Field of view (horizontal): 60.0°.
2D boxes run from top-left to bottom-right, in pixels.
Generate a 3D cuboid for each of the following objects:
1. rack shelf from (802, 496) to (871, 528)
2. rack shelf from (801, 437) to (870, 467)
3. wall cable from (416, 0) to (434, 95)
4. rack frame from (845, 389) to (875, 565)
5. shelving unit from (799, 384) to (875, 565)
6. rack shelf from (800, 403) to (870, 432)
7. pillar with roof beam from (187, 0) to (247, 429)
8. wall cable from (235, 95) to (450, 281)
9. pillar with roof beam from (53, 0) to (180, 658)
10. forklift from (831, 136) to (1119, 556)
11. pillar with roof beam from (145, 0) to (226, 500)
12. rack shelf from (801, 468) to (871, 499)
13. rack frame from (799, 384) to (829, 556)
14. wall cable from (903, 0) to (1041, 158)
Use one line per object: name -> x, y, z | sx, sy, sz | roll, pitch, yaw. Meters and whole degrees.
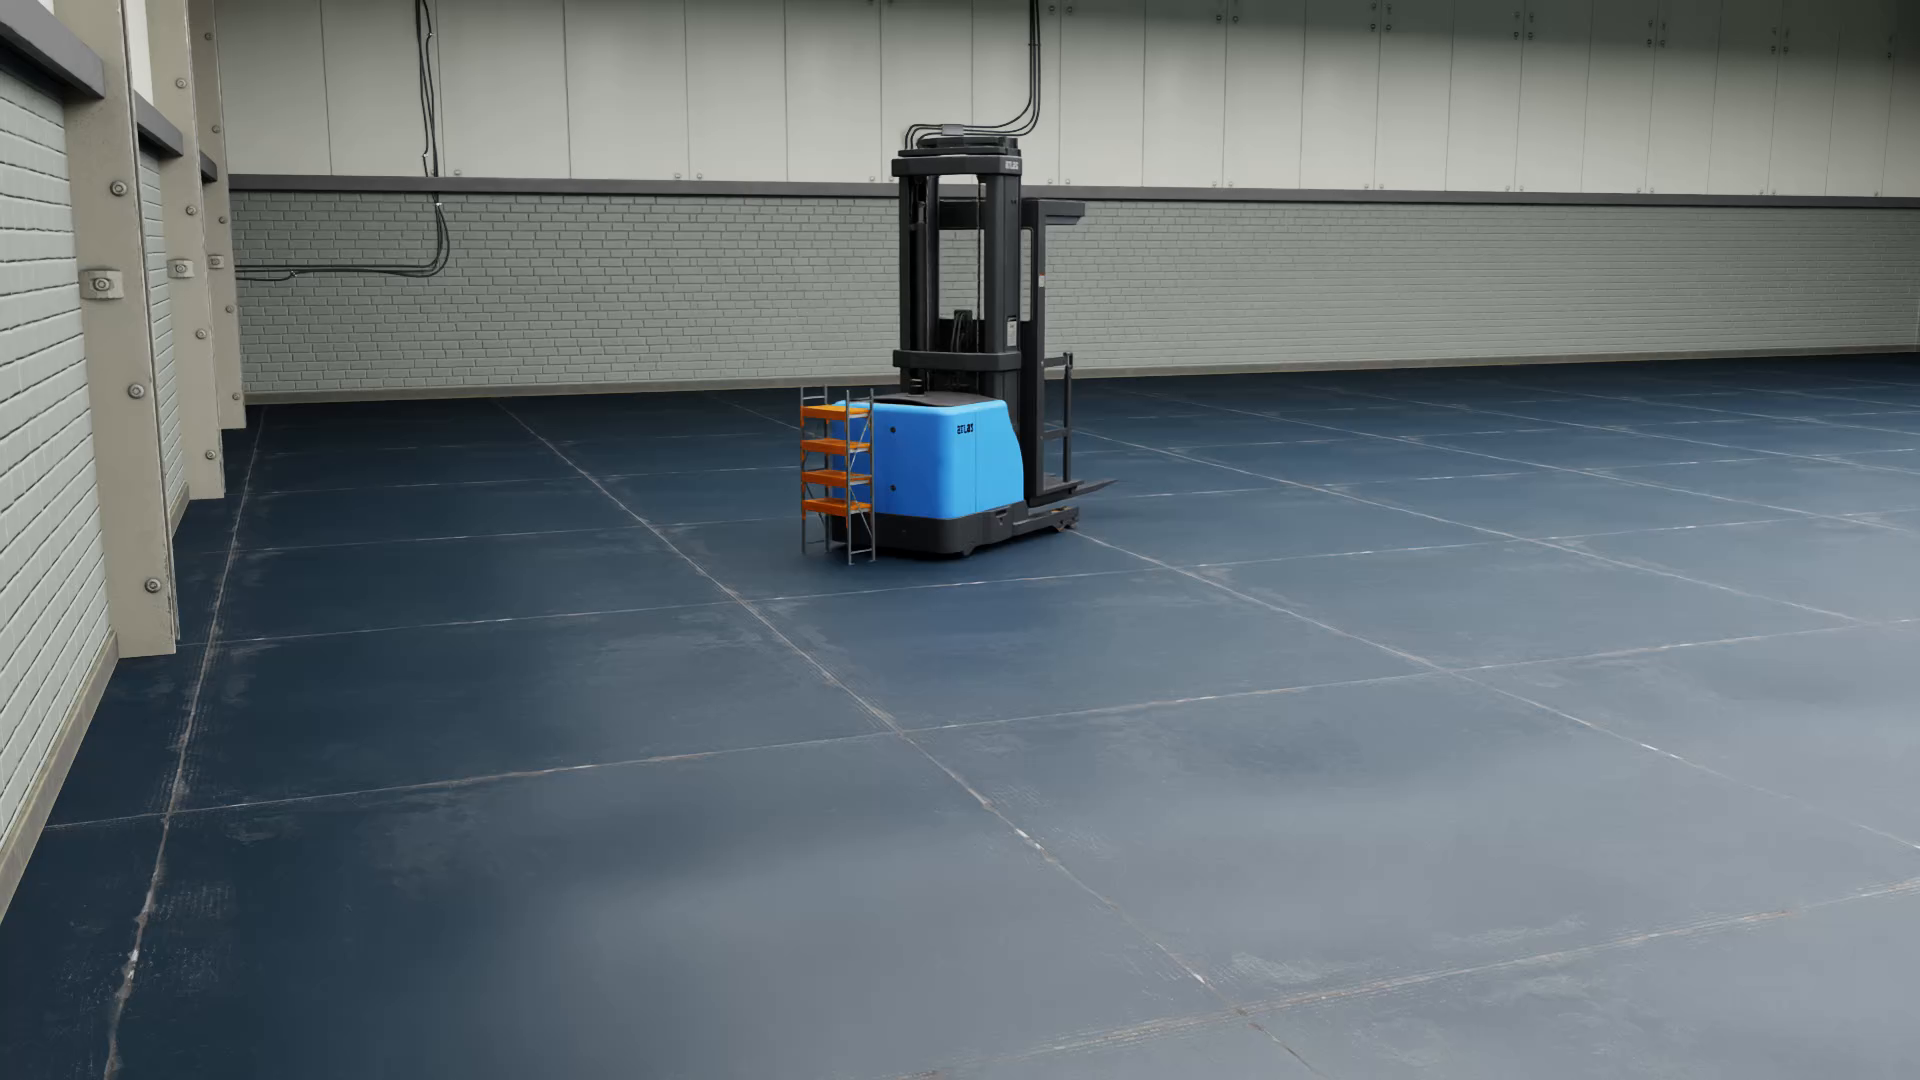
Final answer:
rack shelf -> -0.856, -0.201, 11.640 | 0.258, 0.148, 0.480 | -10, 14, -44
rack shelf -> -0.856, -0.616, 11.566 | 0.258, 0.148, 0.480 | -10, 14, -44
wall cable -> -6.114, -7.493, 23.294 | 3.097, 2.526, 0.112 | -4, 11, -21
rack frame -> -0.684, -0.432, 11.423 | 0.240, 1.200, 0.015 | -10, 14, -44
shelving unit -> -0.856, -0.462, 11.593 | 0.258, 1.200, 0.503 | -10, 14, -44
rack shelf -> -0.857, -0.849, 11.524 | 0.258, 0.148, 0.480 | -10, 14, -44
pillar with roof beam -> -4.788, -6.072, 20.860 | 9.100, 9.000, 0.400 | -4, 11, -21
wall cable -> -8.636, -4.835, 22.771 | 3.097, 2.526, 0.112 | -4, 11, -21
pillar with roof beam -> -0.440, -4.113, 9.848 | 9.100, 9.000, 0.400 | -4, 11, -21
forklift -> 0.269, -1.546, 12.744 | 1.130, 2.935, 3.031 | 6, 12, 31
pillar with roof beam -> -2.614, -5.092, 15.354 | 9.100, 9.000, 0.400 | -4, 11, -21
rack shelf -> -0.856, -0.396, 11.605 | 0.258, 0.148, 0.480 | -10, 14, -44
rack frame -> -1.029, -0.493, 11.763 | 0.240, 1.200, 0.015 | -10, 14, -44
wall cable -> 0.218, -8.638, 25.574 | 2.305, 6.003, 0.169 | -4, 11, -21
